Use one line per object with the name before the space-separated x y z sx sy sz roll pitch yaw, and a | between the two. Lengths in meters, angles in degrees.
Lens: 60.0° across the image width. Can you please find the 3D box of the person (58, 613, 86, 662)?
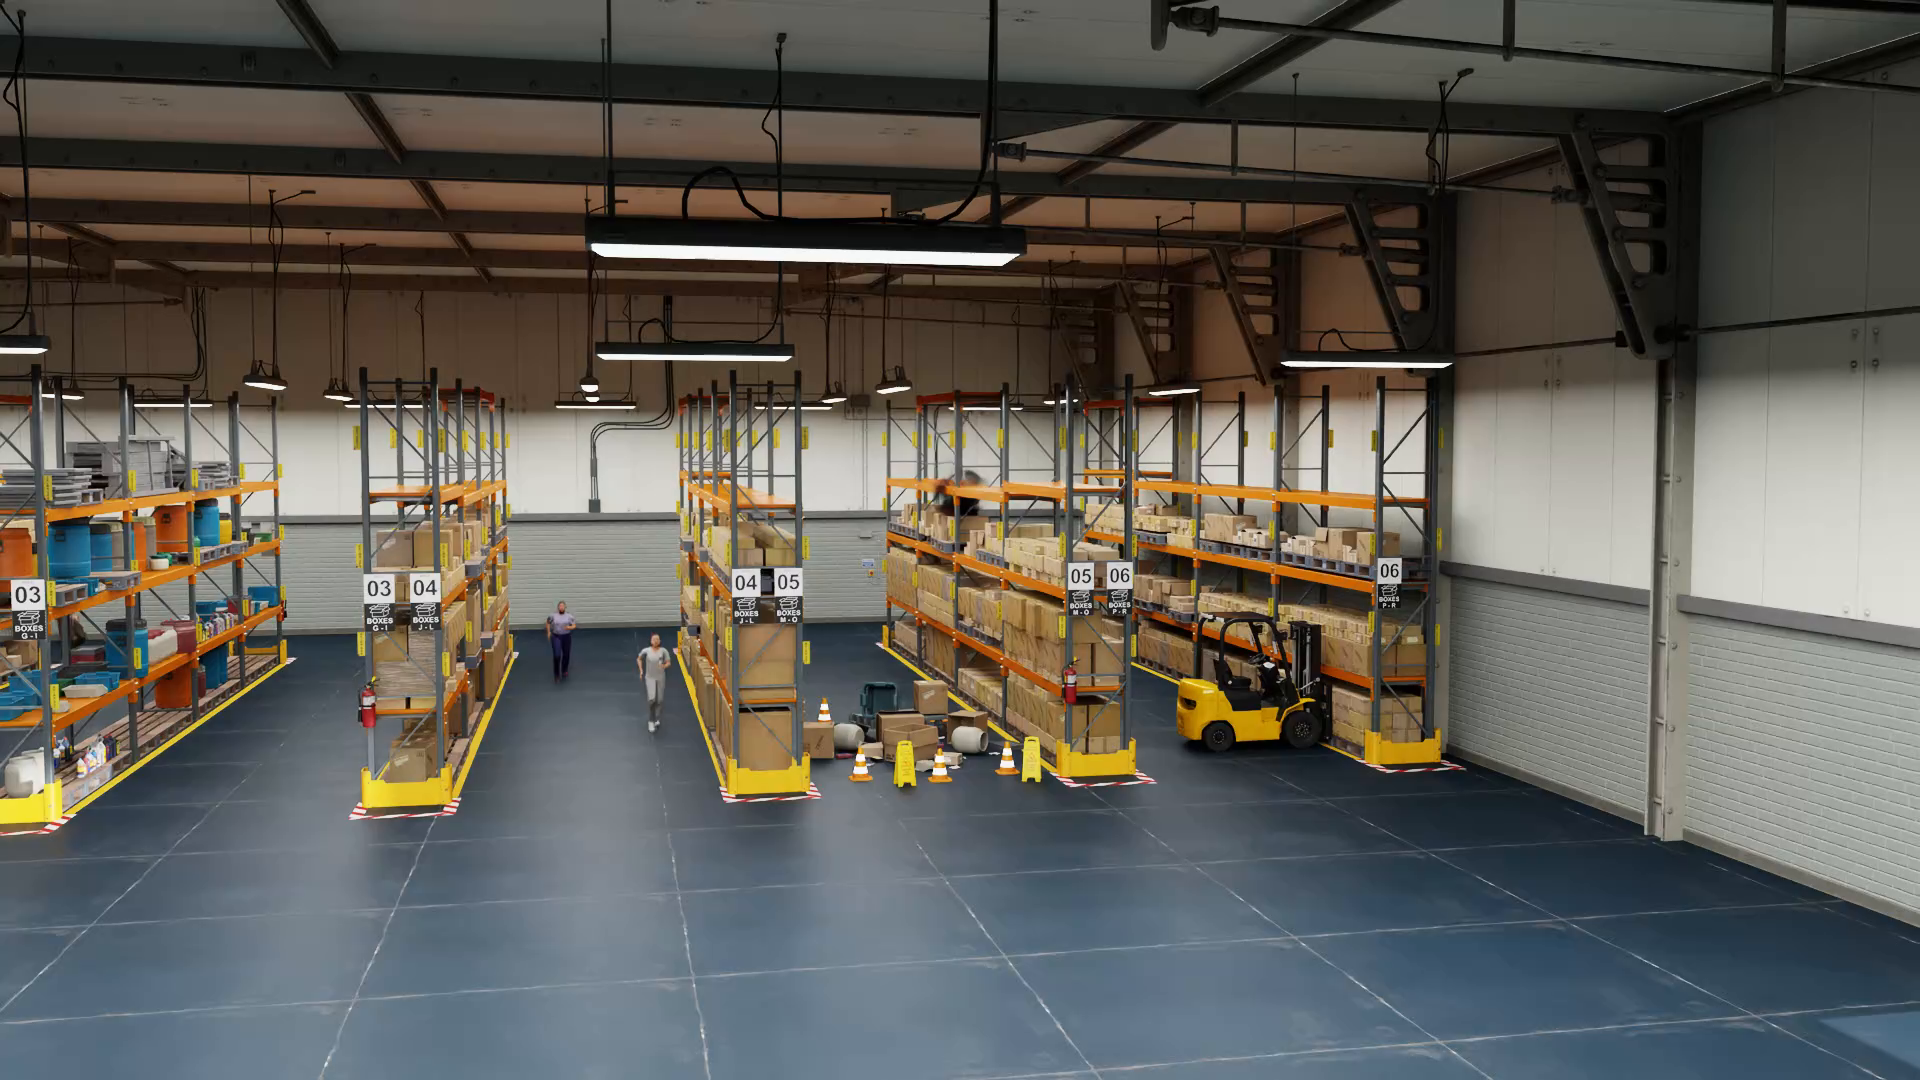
person | -20.053 1.912 37.392 0.644 1.723 0.694 0 3 8

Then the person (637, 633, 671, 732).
person | -5.290 2.454 28.829 0.536 1.704 0.717 -1 4 -19

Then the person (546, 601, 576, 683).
person | -8.303 2.138 34.658 0.577 1.691 0.746 -1 4 -21
